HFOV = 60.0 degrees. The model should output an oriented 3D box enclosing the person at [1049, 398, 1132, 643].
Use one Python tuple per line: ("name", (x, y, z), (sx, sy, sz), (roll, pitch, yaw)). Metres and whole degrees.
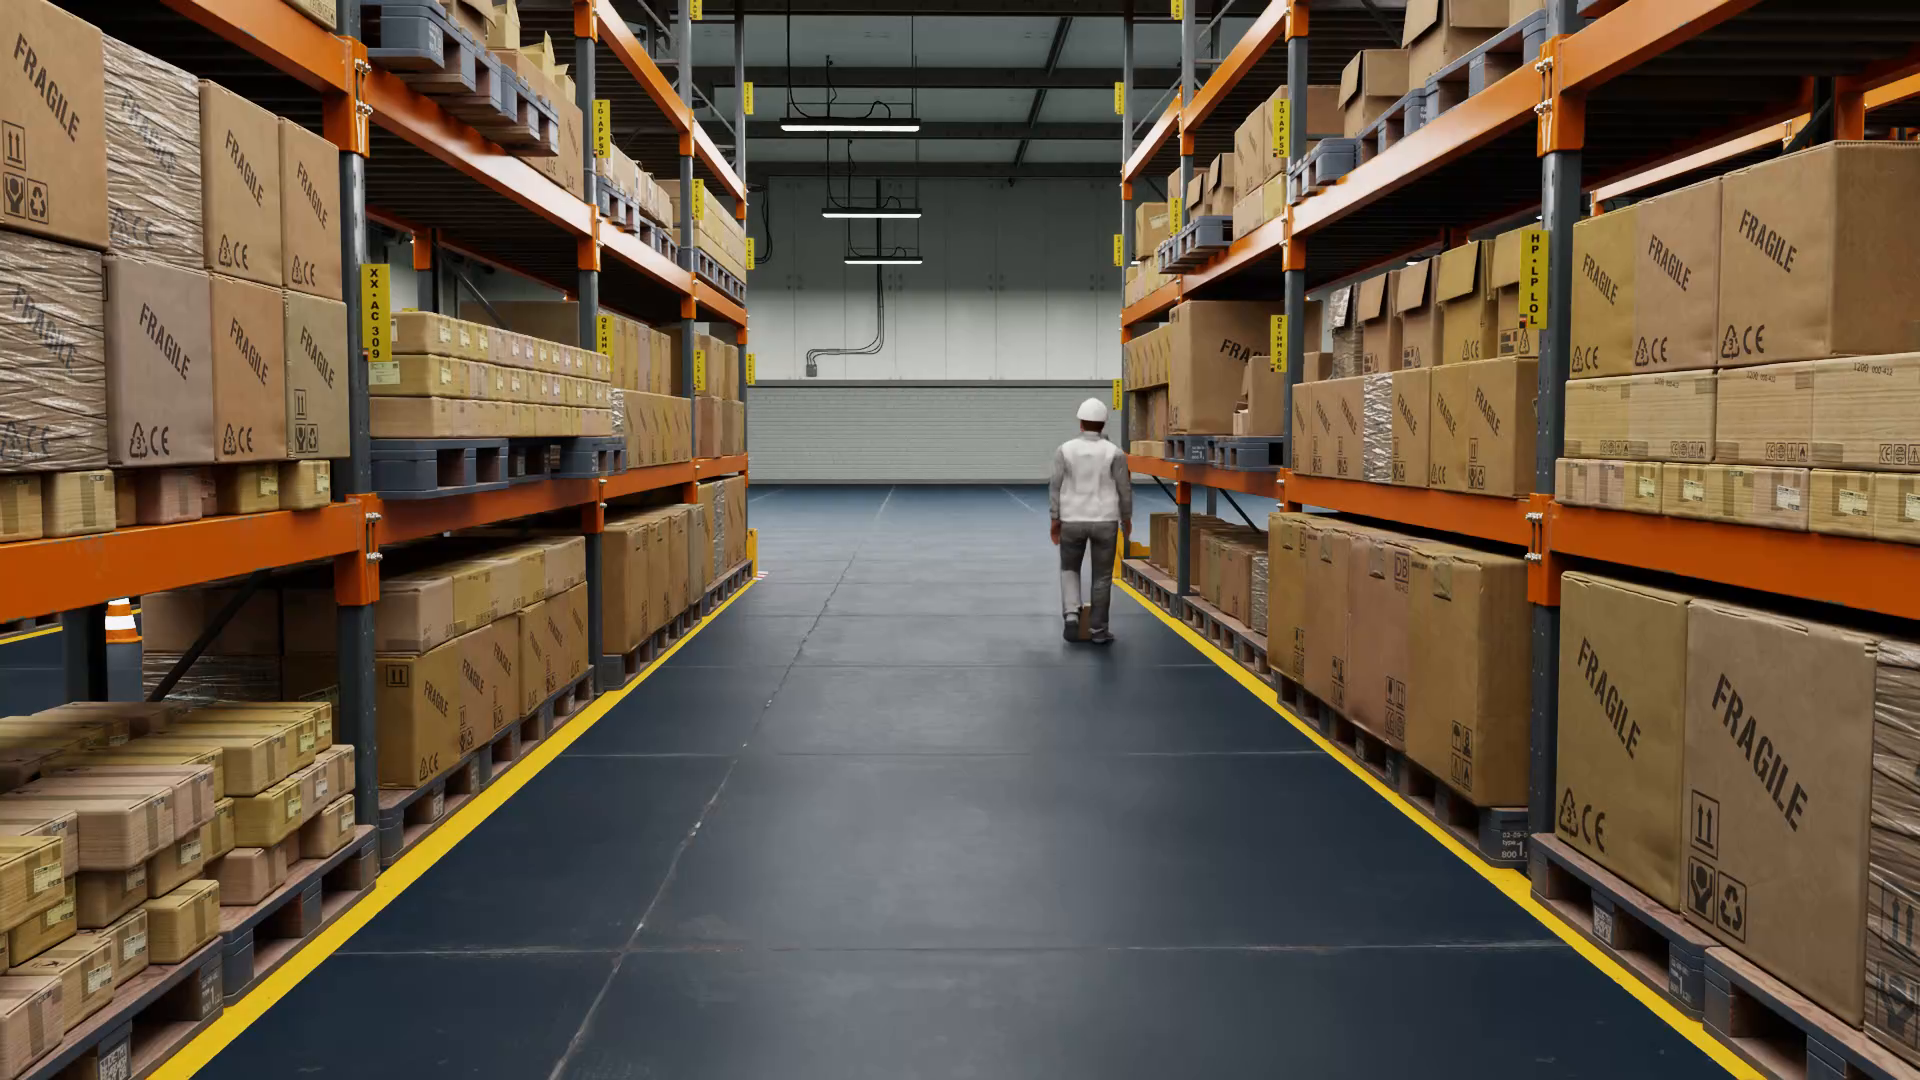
("person", (0.950, -0.134, 11.974), (0.587, 1.764, 0.585), (1, 4, 12))
